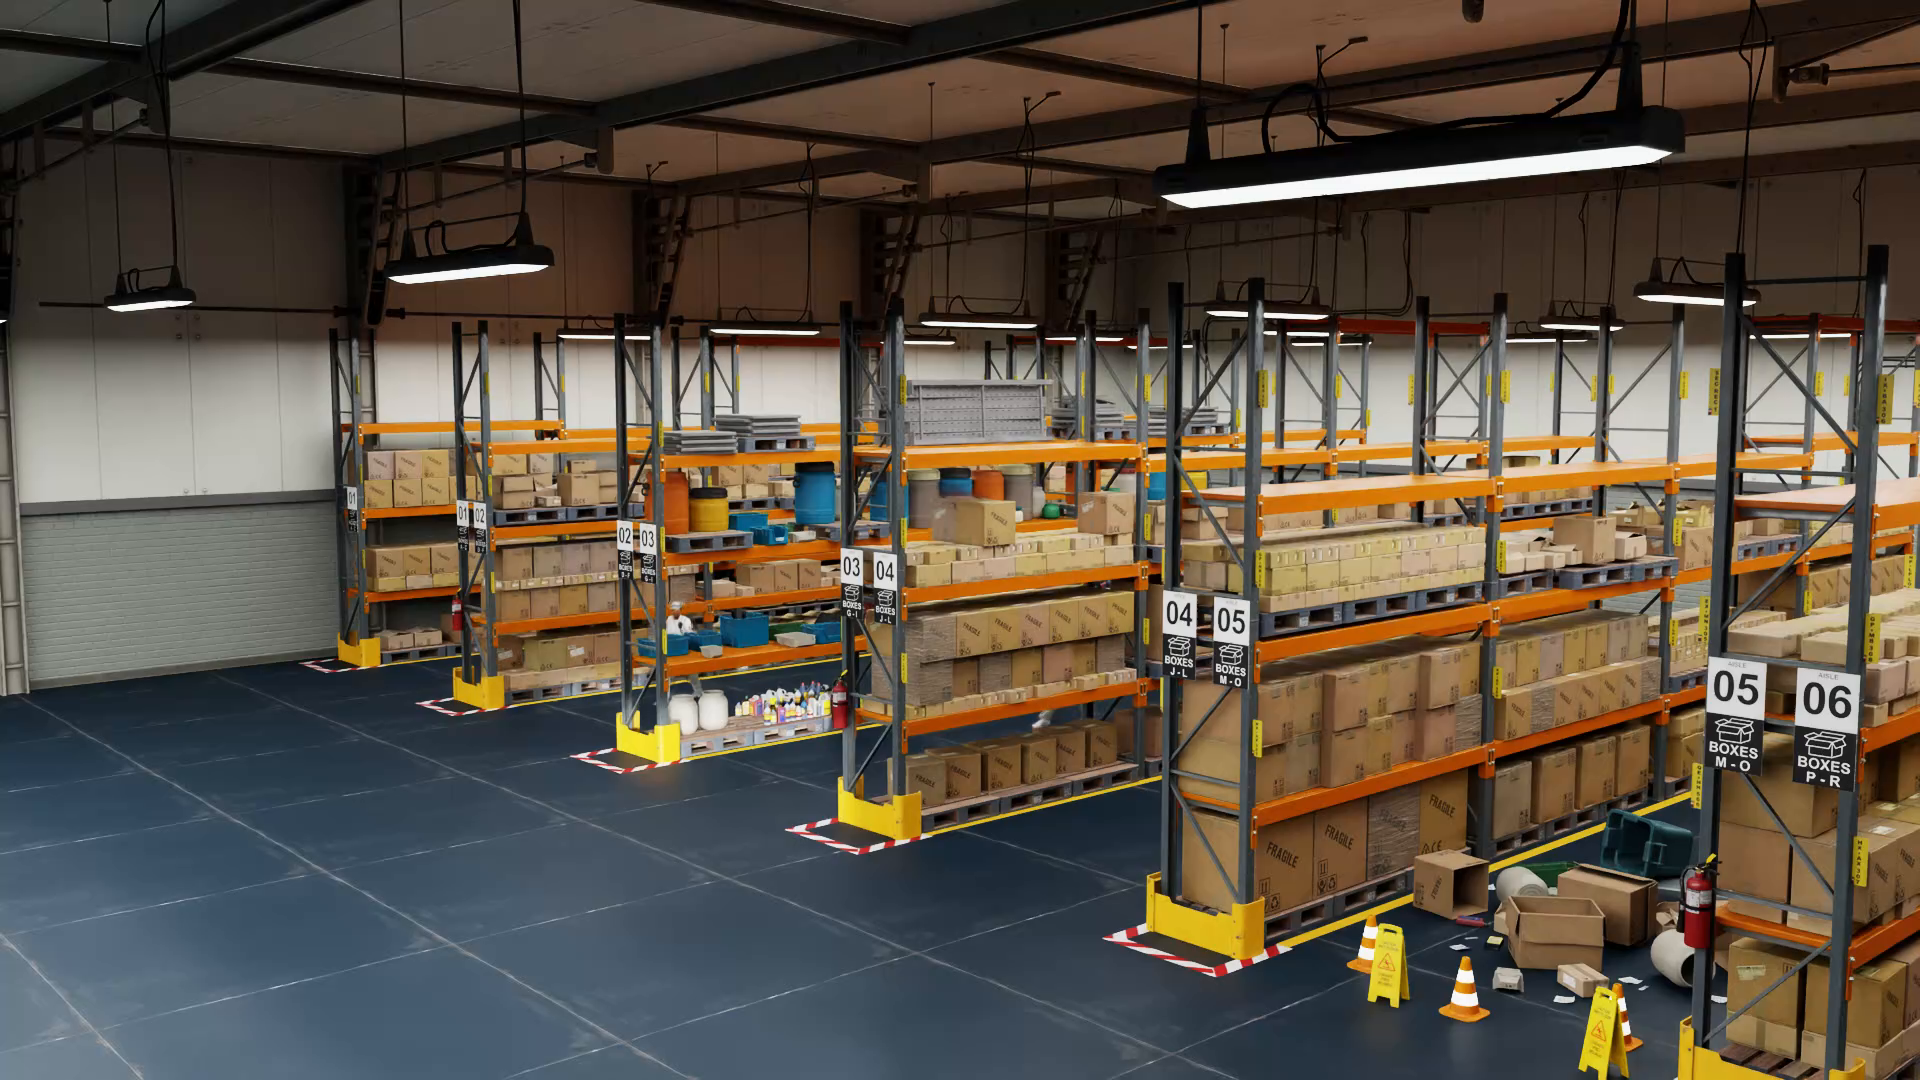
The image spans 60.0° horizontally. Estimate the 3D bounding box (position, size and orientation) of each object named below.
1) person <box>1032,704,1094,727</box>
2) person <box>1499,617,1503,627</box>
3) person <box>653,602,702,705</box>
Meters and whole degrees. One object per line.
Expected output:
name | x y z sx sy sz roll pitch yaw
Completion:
person | 1.544 1.923 24.399 0.993 1.627 0.519 -4 7 -32
person | 8.175 1.884 25.007 0.720 1.632 0.687 -4 7 -34
person | -4.451 1.757 26.209 0.538 1.595 1.083 2 6 20
